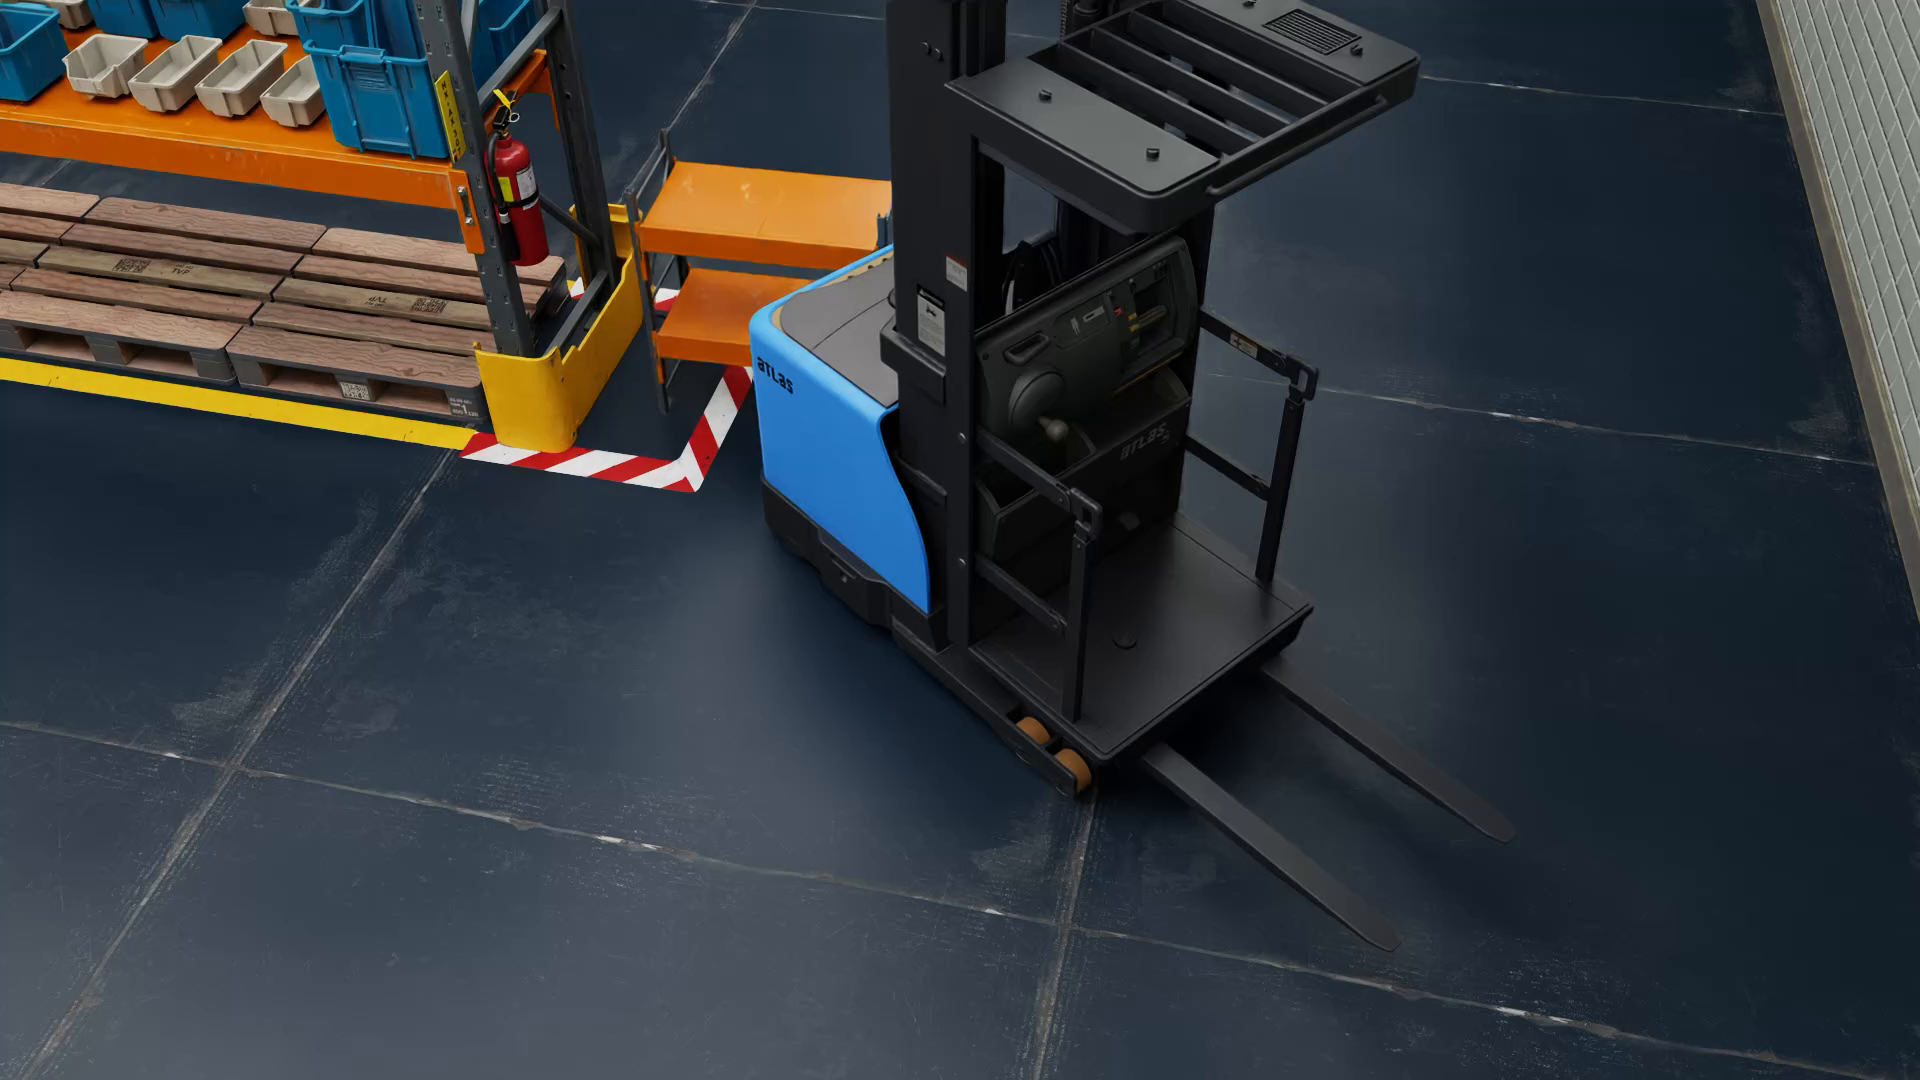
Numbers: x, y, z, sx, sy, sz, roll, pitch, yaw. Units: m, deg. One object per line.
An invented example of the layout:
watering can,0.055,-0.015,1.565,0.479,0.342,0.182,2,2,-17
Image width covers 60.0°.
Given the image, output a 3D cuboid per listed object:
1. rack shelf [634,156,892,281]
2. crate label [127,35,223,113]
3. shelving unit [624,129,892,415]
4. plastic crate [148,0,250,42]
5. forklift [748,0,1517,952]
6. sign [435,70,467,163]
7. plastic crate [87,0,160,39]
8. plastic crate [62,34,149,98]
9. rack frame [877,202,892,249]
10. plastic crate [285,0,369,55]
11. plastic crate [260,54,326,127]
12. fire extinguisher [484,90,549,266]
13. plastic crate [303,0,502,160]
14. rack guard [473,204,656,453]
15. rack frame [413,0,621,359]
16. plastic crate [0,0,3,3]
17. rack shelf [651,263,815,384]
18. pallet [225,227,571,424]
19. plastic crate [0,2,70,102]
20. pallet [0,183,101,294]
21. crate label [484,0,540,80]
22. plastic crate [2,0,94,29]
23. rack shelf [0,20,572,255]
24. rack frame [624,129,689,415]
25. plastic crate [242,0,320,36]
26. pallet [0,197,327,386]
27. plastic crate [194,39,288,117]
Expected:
rack shelf,-0.765,-1.280,6.847,1.000,0.278,0.538,7,44,7
crate label,-3.146,-1.867,6.673,0.243,0.136,0.396,9,45,9
shelving unit,-0.765,-1.069,7.050,1.048,1.125,0.538,7,44,7
plastic crate,-3.208,-2.281,7.034,0.300,0.233,0.416,9,45,9
forklift,0.565,-0.565,5.223,1.130,2.935,3.031,-32,52,-29
sign,-1.858,-1.544,6.073,0.005,0.325,0.100,9,45,9
plastic crate,-3.501,-2.326,7.081,0.300,0.233,0.416,9,45,9
plastic crate,-3.439,-1.899,6.707,0.250,0.136,0.298,9,45,9
rack frame,-0.264,-1.008,6.986,0.032,1.125,0.500,7,44,7
plastic crate,-2.566,-2.181,6.930,0.300,0.233,0.416,9,45,9
plastic crate,-2.590,-1.787,6.591,0.243,0.136,0.396,9,45,9
fire extinguisher,-1.706,-1.367,6.332,0.183,0.674,0.296,9,45,9
plastic crate,-2.122,-1.819,6.408,0.499,0.435,0.616,9,45,9
rack guard,-1.728,-0.964,7.391,0.348,0.500,1.175,9,45,9
rack frame,-1.754,-1.860,6.519,0.127,3.000,1.000,9,45,9
plastic crate,-4.208,-2.089,6.799,0.530,0.282,0.437,9,45,9
rack shelf,-0.765,-0.893,7.219,1.000,0.278,0.538,7,44,7
pallet,-2.550,-1.006,7.643,1.213,0.211,1.003,9,45,9
plastic crate,-3.814,-1.959,6.699,0.300,0.233,0.416,9,45,9
pallet,-4.932,-1.376,8.027,1.213,0.211,1.003,9,45,9
crate label,-1.923,-2.081,6.827,0.303,0.233,0.416,9,45,9
plastic crate,-3.893,-2.332,7.157,0.466,0.136,0.293,9,45,9
rack shelf,-3.706,-1.904,7.083,4.000,0.370,1.077,9,45,9
rack frame,-1.265,-1.130,7.113,0.032,1.125,0.500,7,44,7
plastic crate,-2.880,-2.254,7.076,0.298,0.136,0.250,9,45,9
pallet,-3.737,-1.193,7.837,1.213,0.211,1.003,9,45,9
plastic crate,-2.869,-1.841,6.647,0.243,0.136,0.396,9,45,9
